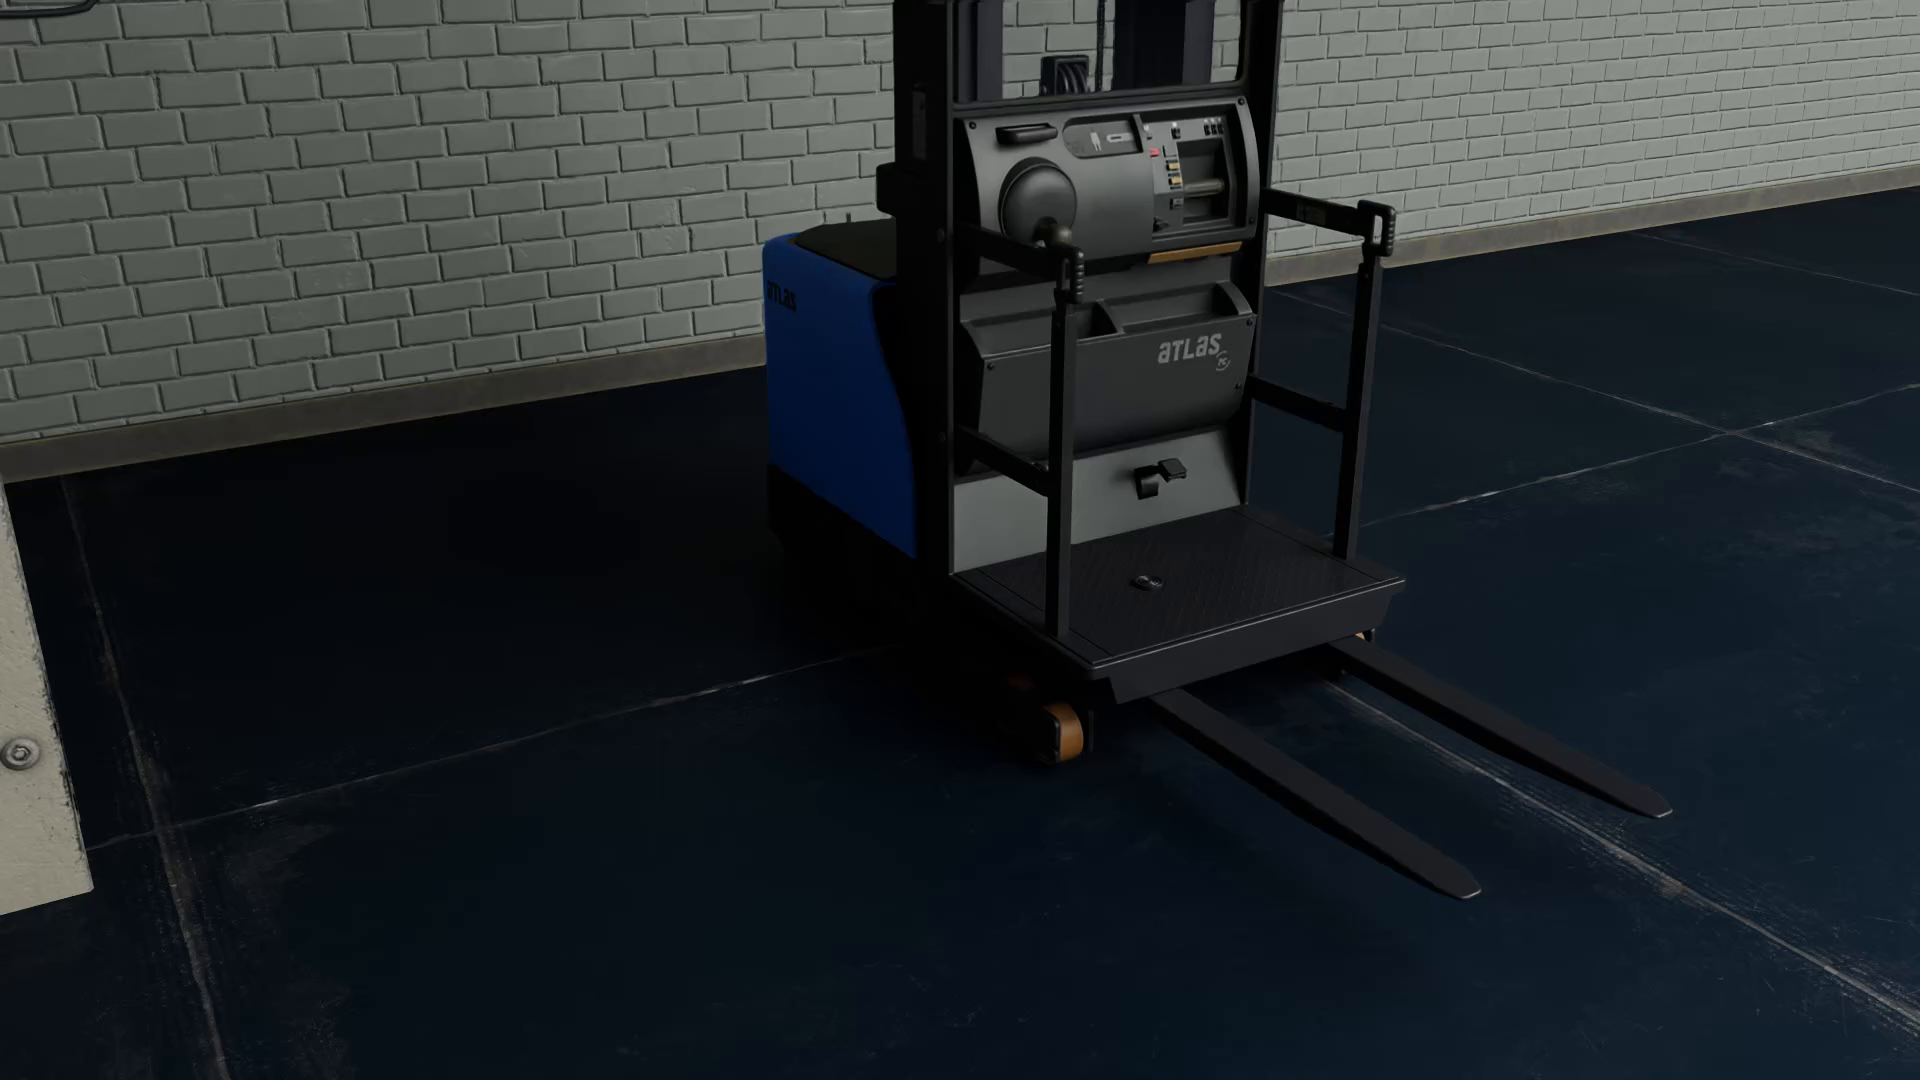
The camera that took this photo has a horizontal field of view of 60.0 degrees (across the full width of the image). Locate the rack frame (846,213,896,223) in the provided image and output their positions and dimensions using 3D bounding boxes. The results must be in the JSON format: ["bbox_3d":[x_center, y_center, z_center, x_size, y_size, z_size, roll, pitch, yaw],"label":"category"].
[{"bbox_3d":[-0.314,-0.682,6.095,0.200,1.050,0.008,-13,25,-29],"label":"rack frame"}]

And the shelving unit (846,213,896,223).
[{"bbox_3d":[-0.251,-0.643,5.998,0.215,1.050,0.252,-13,25,-29],"label":"shelving unit"}]

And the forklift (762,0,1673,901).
[{"bbox_3d":[0.534,-0.968,4.300,1.130,2.935,3.031,-13,25,-29],"label":"forklift"}]
